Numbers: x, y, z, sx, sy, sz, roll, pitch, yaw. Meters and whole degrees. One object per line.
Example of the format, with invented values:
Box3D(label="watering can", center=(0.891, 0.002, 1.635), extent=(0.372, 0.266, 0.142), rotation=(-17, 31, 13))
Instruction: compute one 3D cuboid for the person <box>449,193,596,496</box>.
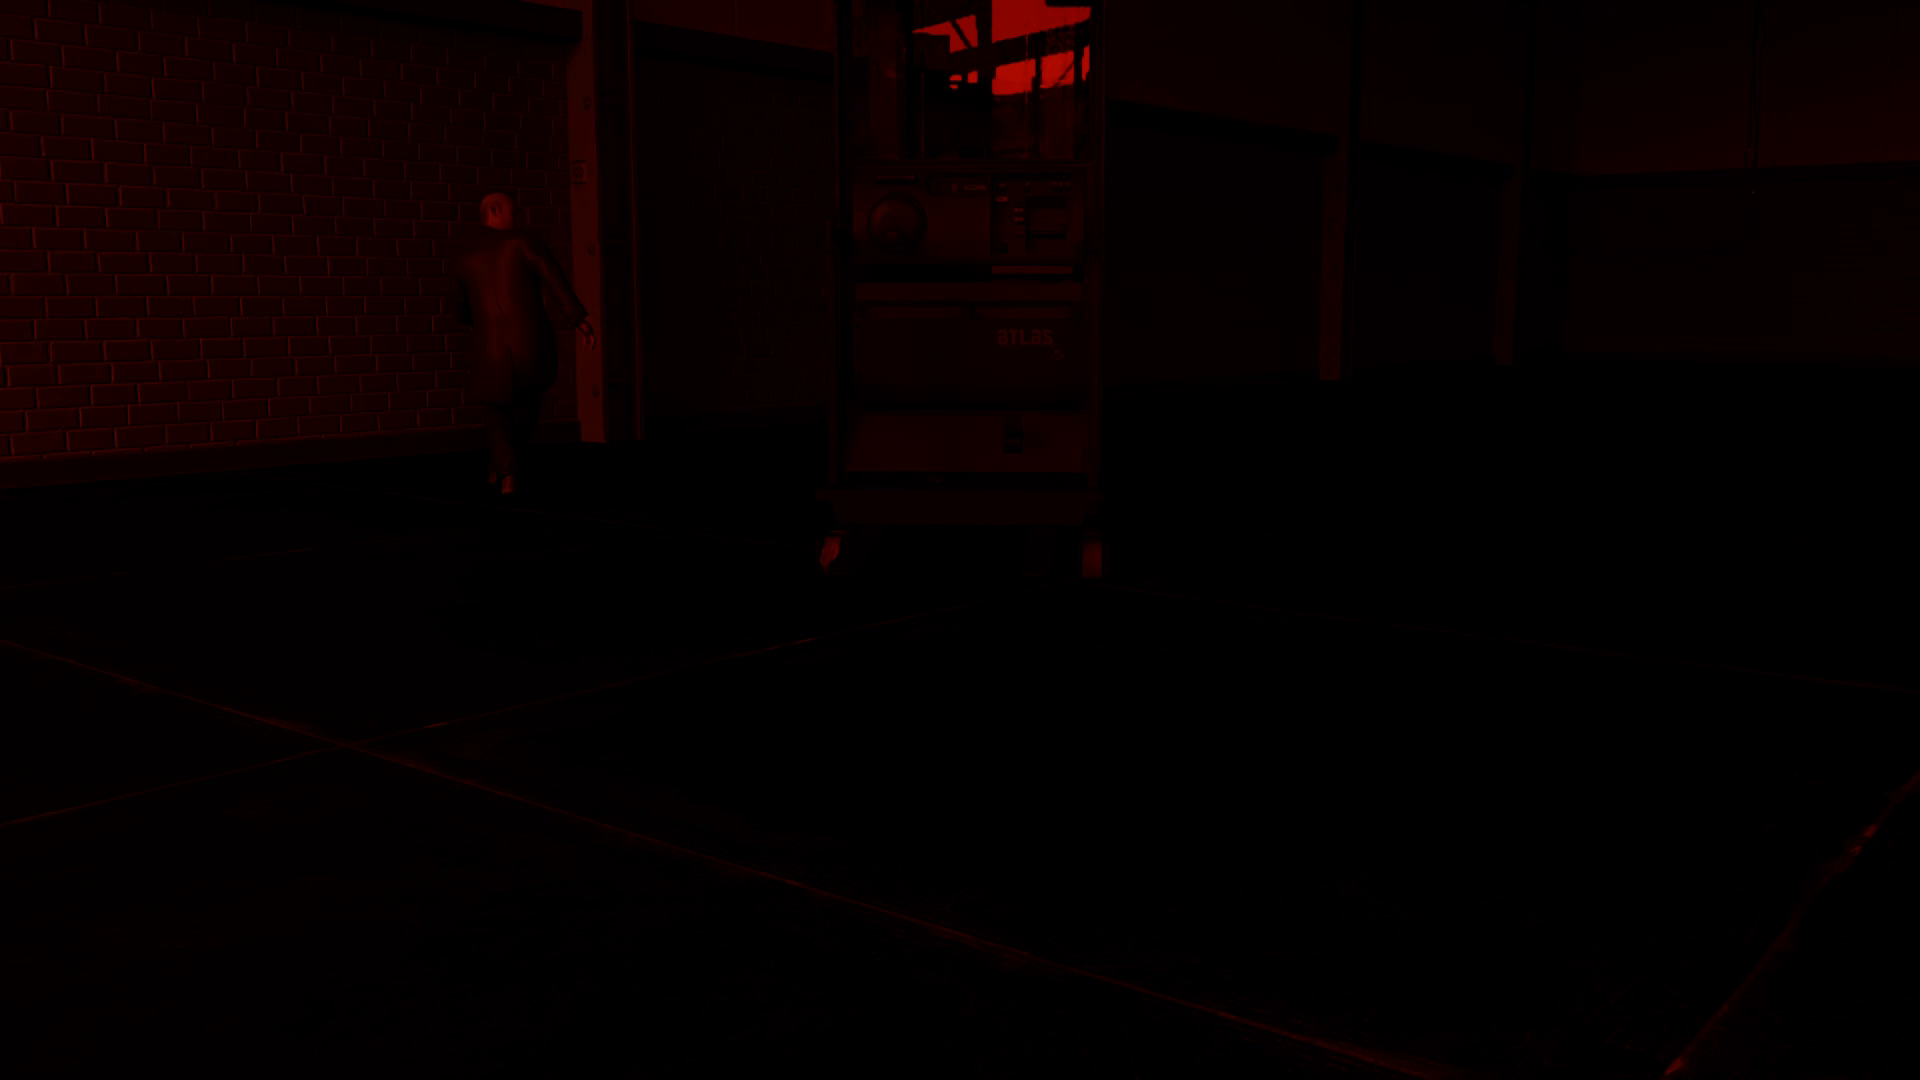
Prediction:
Box3D(label="person", center=(-2.358, -1.055, 9.066), extent=(0.830, 1.646, 0.867), rotation=(0, 8, -3))

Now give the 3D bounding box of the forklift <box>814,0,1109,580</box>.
Box3D(label="forklift", center=(0.025, -1.343, 6.458), extent=(1.130, 2.935, 3.031), rotation=(0, 8, 3))
